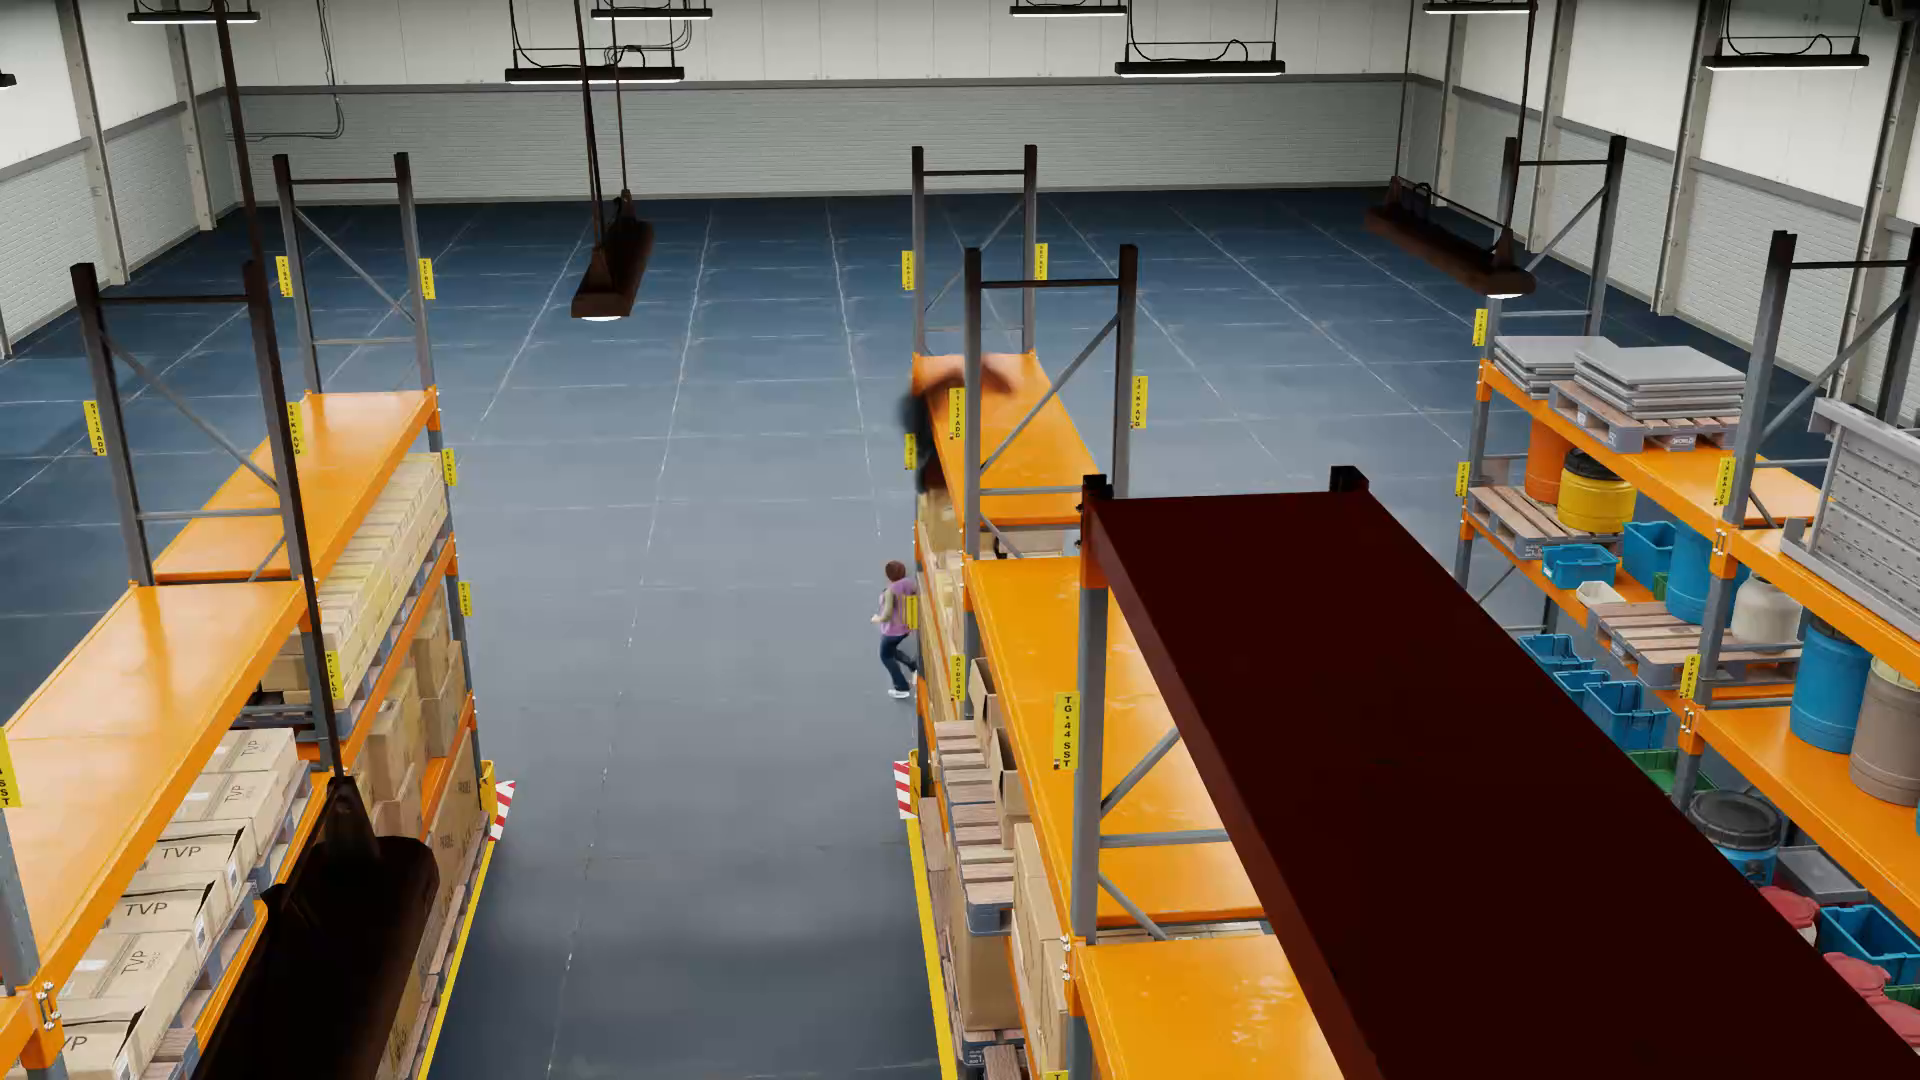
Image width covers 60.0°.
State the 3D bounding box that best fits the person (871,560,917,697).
[{"bbox_3d":[-0.655,0.929,17.231,0.517,1.563,0.549,13,25,30],"label":"person"}]
